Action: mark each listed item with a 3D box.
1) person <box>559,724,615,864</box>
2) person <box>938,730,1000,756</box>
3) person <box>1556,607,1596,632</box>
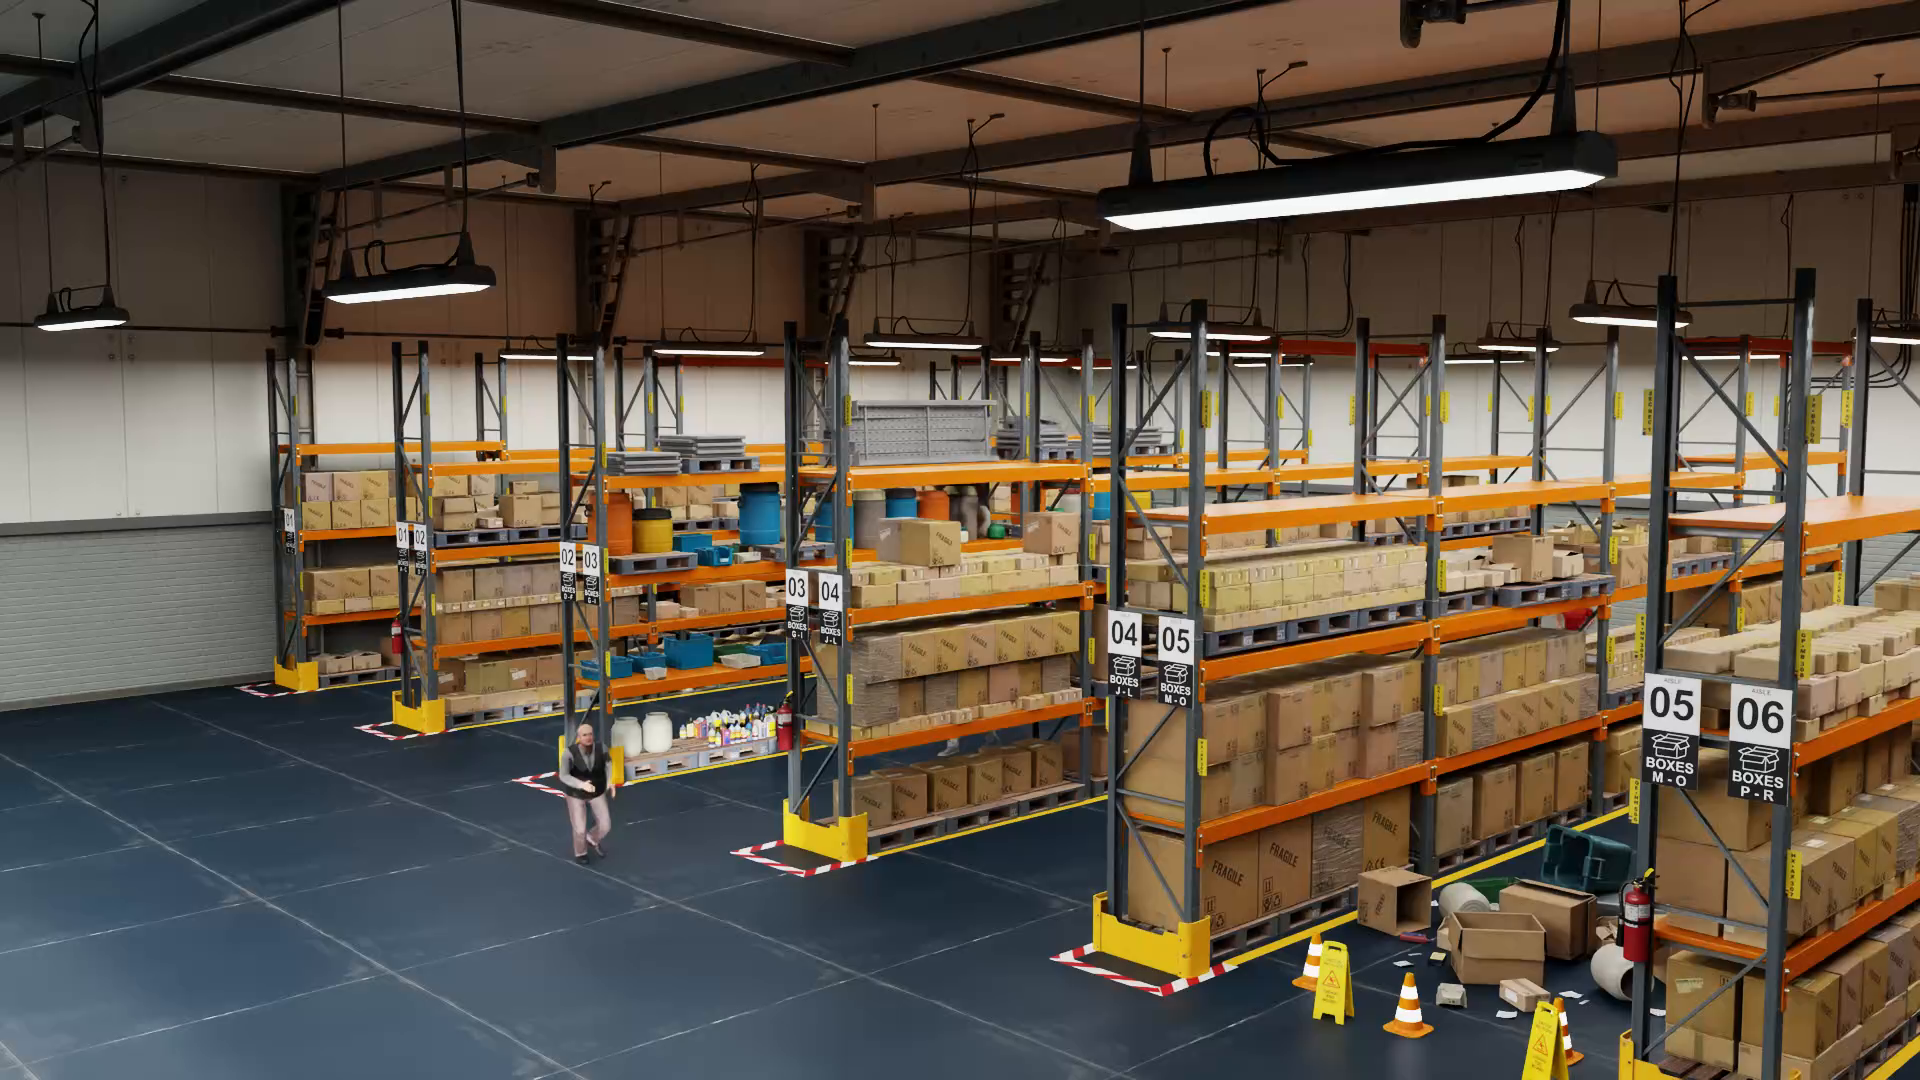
[{"bbox_3d":[-4.066,2.787,18.171,0.643,1.613,0.793,-2,5,-25],"label":"person"},{"bbox_3d":[0.131,2.297,23.783,1.094,1.567,0.657,-3,6,-31],"label":"person"},{"bbox_3d":[11.116,1.719,30.045,0.672,1.684,0.953,1,5,14],"label":"person"}]
